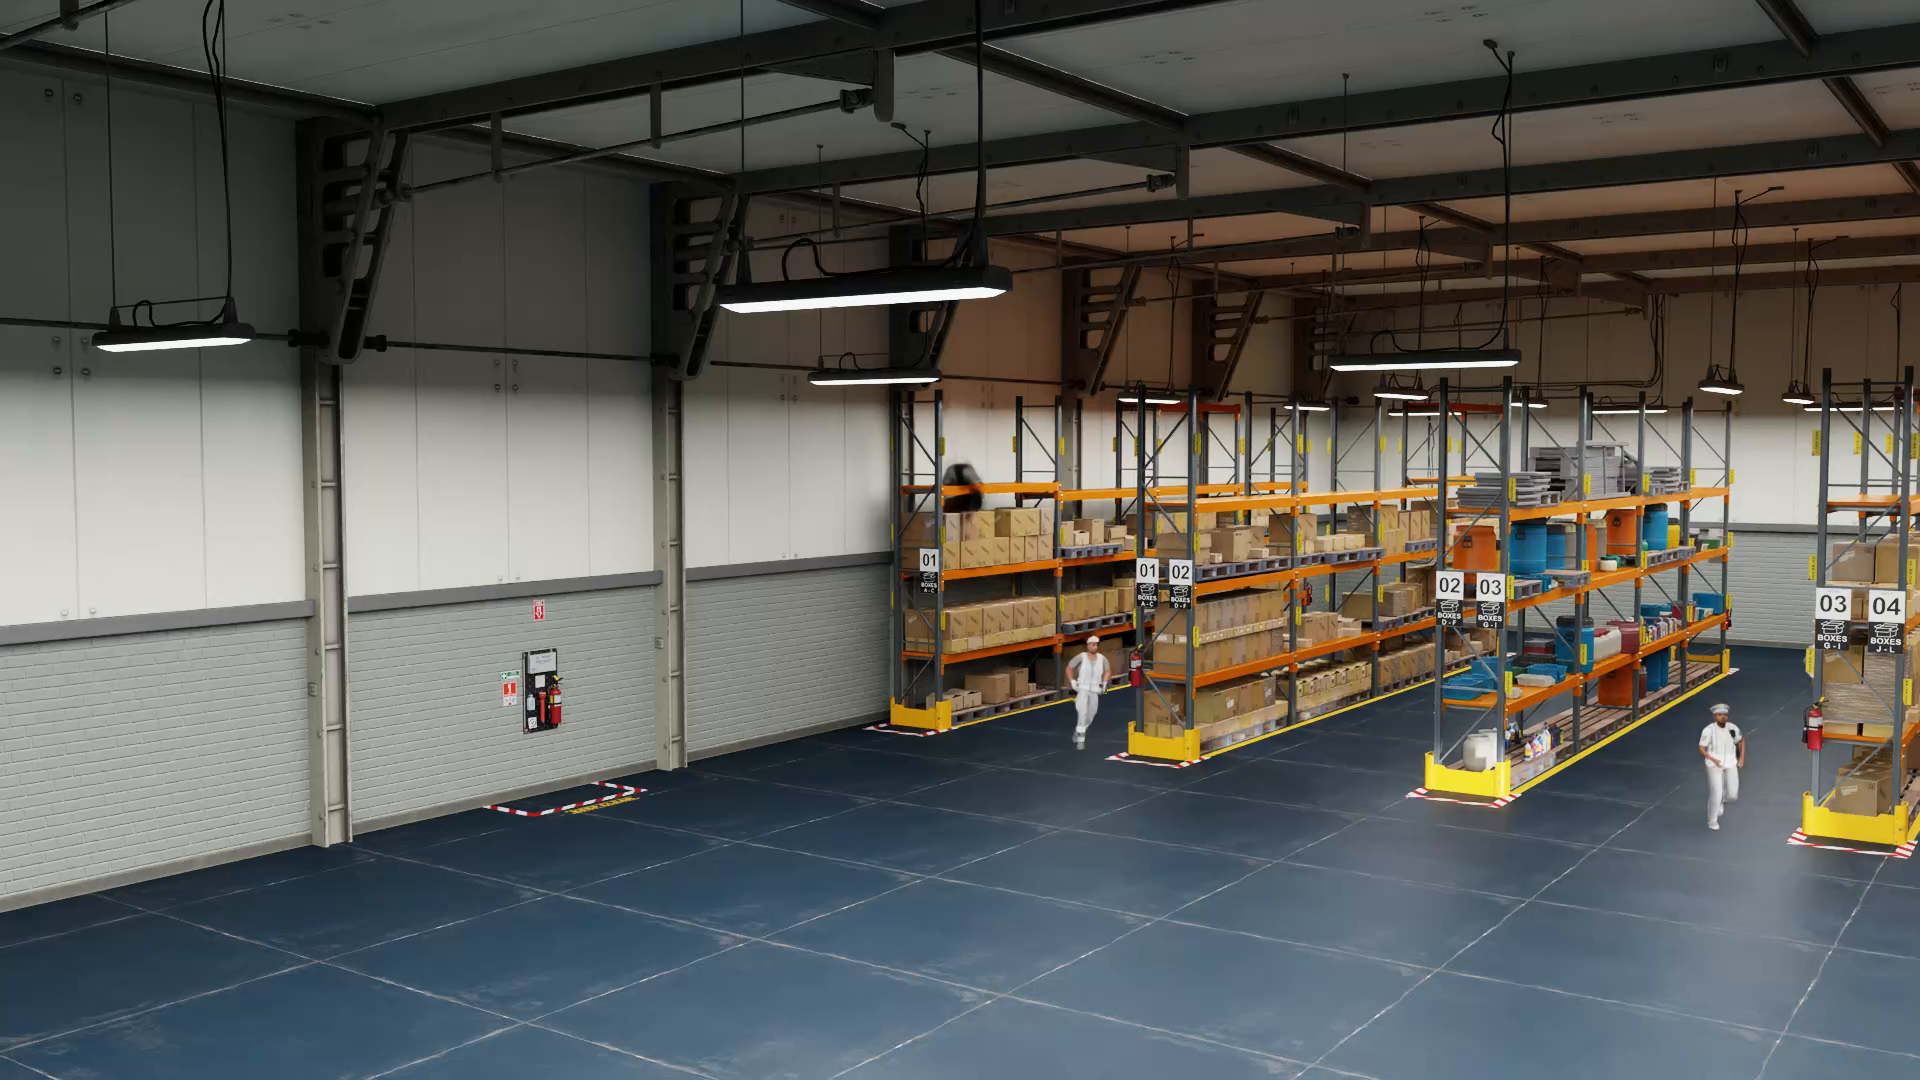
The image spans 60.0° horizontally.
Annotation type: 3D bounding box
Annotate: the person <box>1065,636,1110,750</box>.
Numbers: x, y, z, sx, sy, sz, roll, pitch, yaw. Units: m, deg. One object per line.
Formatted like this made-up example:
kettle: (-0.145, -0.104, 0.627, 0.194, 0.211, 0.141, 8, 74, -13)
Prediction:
person: (2.036, 2.378, 26.192, 0.725, 1.748, 0.714, -1, 3, -11)

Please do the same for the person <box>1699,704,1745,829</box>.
person: (9.976, 2.957, 21.729, 0.614, 1.661, 0.620, 0, 3, 7)

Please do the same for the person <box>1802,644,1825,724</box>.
person: (15.215, 2.458, 29.333, 0.641, 1.820, 0.740, 2, 4, 33)
